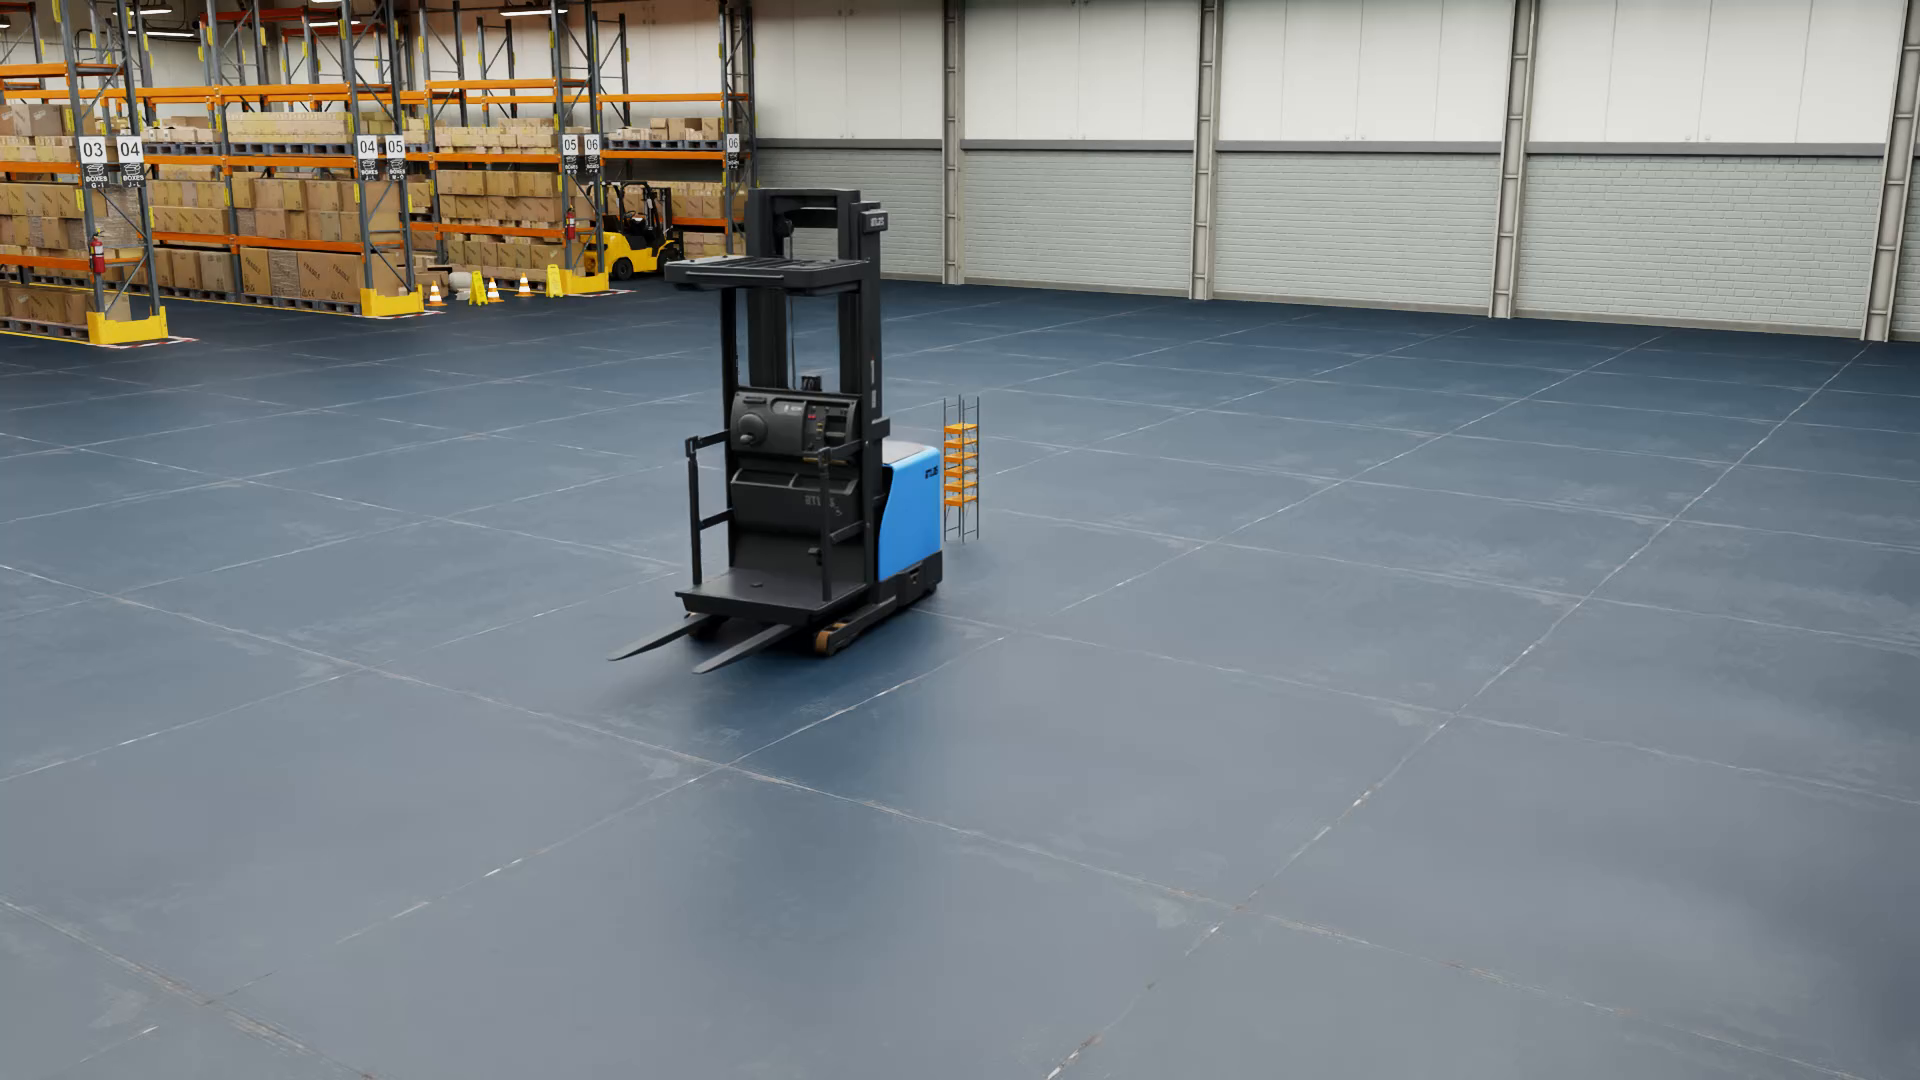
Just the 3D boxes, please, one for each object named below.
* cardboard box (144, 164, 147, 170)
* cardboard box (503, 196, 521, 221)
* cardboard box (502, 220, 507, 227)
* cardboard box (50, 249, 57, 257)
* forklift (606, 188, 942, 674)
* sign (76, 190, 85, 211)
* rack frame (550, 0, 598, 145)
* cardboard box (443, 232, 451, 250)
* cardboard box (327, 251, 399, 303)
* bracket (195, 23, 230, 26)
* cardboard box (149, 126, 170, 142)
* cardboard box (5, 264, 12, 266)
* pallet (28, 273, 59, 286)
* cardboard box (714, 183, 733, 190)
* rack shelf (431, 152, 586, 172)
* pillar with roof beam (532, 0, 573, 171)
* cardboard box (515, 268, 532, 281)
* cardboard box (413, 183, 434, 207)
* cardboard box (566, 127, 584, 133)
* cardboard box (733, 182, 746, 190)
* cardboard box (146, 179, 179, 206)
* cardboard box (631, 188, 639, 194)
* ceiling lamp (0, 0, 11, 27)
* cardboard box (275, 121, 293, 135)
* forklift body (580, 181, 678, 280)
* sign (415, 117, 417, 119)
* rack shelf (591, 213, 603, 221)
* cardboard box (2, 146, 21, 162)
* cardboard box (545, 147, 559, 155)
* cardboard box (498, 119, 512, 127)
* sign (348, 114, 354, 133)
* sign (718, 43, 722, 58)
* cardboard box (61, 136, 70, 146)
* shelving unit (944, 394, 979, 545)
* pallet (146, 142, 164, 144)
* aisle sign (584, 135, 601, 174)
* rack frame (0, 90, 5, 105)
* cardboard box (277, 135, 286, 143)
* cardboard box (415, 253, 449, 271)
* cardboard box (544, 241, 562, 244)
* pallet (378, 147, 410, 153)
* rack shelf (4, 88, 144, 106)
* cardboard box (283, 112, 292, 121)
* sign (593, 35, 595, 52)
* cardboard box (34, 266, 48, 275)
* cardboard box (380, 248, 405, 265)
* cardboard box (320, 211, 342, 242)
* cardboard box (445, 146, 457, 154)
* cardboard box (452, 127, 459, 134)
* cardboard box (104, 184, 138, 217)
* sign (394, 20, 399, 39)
[{"bbox_3d":[-20.538,-9.459,42.152,0.250,0.149,0.380,10,17,35],"label":"cardboard box"},{"bbox_3d":[-9.241,-6.992,35.001,0.500,0.500,0.500,9,17,33],"label":"cardboard box"},{"bbox_3d":[-9.498,-6.740,35.332,0.250,0.149,0.380,9,17,33],"label":"cardboard box"},{"bbox_3d":[-14.520,-4.680,27.010,0.250,0.149,0.380,9,17,33],"label":"cardboard box"},{"bbox_3d":[-1.201,-0.789,10.912,1.130,2.935,3.031,6,15,24],"label":"forklift"},{"bbox_3d":[-13.668,-5.277,25.832,0.005,0.325,0.100,9,17,33],"label":"sign"},{"bbox_3d":[-7.811,-9.558,33.707,0.127,3.000,1.000,9,17,33],"label":"rack frame"},{"bbox_3d":[-13.439,-7.918,43.895,0.500,0.500,0.500,8,16,31],"label":"cardboard box"},{"bbox_3d":[-11.089,-4.895,30.905,0.875,0.875,0.875,9,17,33],"label":"cardboard box"},{"bbox_3d":[-22.915,-15.342,49.581,5.218,0.066,0.076,9,17,33],"label":"bracket"},{"bbox_3d":[-15.808,-8.106,33.188,0.500,0.311,0.500,9,16,32],"label":"cardboard box"},{"bbox_3d":[-21.117,-6.232,37.194,0.250,0.149,0.380,8,16,30],"label":"cardboard box"},{"bbox_3d":[-19.800,-5.797,36.801,1.213,0.211,1.003,9,17,33],"label":"pallet"},{"bbox_3d":[-5.458,-8.150,38.326,0.250,0.149,0.380,9,17,33],"label":"cardboard box"},{"bbox_3d":[-9.470,-8.021,35.237,4.000,0.370,1.077,9,17,33],"label":"rack shelf"},{"bbox_3d":[-12.500,-10.767,38.593,0.548,9.000,9.100,9,17,33],"label":"pillar with roof beam"},{"bbox_3d":[-9.057,-5.641,35.216,0.500,0.250,0.500,9,17,33],"label":"cardboard box"},{"bbox_3d":[-11.641,-7.595,36.562,0.500,0.500,0.500,9,16,32],"label":"cardboard box"},{"bbox_3d":[-7.992,-8.455,34.358,0.250,0.149,0.380,9,17,32],"label":"cardboard box"},{"bbox_3d":[-5.203,-8.231,38.656,0.250,0.149,0.380,9,16,32],"label":"cardboard box"},{"bbox_3d":[-16.340,-7.122,34.063,0.500,0.500,0.700,9,16,32],"label":"cardboard box"},{"bbox_3d":[-7.634,-8.329,39.669,0.250,0.149,0.380,10,17,34],"label":"cardboard box"},{"bbox_3d":[-24.667,-14.414,41.174,0.800,3.185,2.000,9,17,33],"label":"ceiling lamp"},{"bbox_3d":[-12.300,-7.638,30.803,0.500,0.250,0.500,9,17,33],"label":"cardboard box"},{"bbox_3d":[-7.635,-7.115,38.087,1.214,2.155,2.313,9,17,33],"label":"forklift body"},{"bbox_3d":[-14.694,-11.255,44.908,0.005,0.325,0.100,9,17,33],"label":"sign"},{"bbox_3d":[-10.022,-8.091,41.764,4.000,0.370,1.077,9,17,33],"label":"rack shelf"},{"bbox_3d":[-15.140,-6.270,26.980,0.500,0.250,0.500,9,16,32],"label":"cardboard box"},{"bbox_3d":[-8.263,-7.972,34.065,0.250,0.149,0.380,9,17,33],"label":"cardboard box"},{"bbox_3d":[-11.217,-10.320,41.738,0.500,0.500,0.500,9,17,33],"label":"cardboard box"},{"bbox_3d":[-10.804,-7.386,29.499,0.005,0.325,0.100,9,17,33],"label":"sign"},{"bbox_3d":[-5.358,-10.934,37.156,0.005,0.325,0.100,9,17,33],"label":"sign"},{"bbox_3d":[-13.897,-6.280,26.190,0.250,0.149,0.380,9,16,31],"label":"cardboard box"},{"bbox_3d":[0.012,-0.580,13.671,0.189,1.200,0.258,9,17,33],"label":"shelving unit"},{"bbox_3d":[-20.466,-10.107,42.352,1.213,0.211,1.003,9,17,33],"label":"pallet"},{"bbox_3d":[-7.586,-7.961,34.331,0.004,0.787,0.394,9,17,33],"label":"aisle sign"},{"bbox_3d":[-16.661,-8.118,27.891,0.127,3.000,1.000,9,17,33],"label":"rack frame"},{"bbox_3d":[-12.434,-7.448,30.865,0.250,0.149,0.380,9,17,34],"label":"cardboard box"},{"bbox_3d":[-11.566,-6.180,37.142,0.625,0.372,0.950,9,17,34],"label":"cardboard box"},{"bbox_3d":[-8.782,-6.115,35.569,0.500,0.500,0.500,8,16,31],"label":"cardboard box"},{"bbox_3d":[-12.445,-8.790,37.236,1.003,0.211,1.213,9,17,33],"label":"pallet"},{"bbox_3d":[-18.787,-9.355,35.217,4.000,0.370,1.077,9,17,33],"label":"rack shelf"},{"bbox_3d":[-12.224,-7.801,30.633,0.250,0.149,0.380,9,17,33],"label":"cardboard box"},{"bbox_3d":[-7.508,-10.158,34.022,0.005,0.325,0.100,9,17,33],"label":"sign"},{"bbox_3d":[-19.982,-6.093,36.523,0.500,0.500,0.500,10,17,35],"label":"cardboard box"},{"bbox_3d":[-12.098,-5.977,35.354,0.500,0.500,0.500,9,17,33],"label":"cardboard box"},{"bbox_3d":[-11.291,-5.828,30.813,0.550,0.550,0.875,9,17,33],"label":"cardboard box"},{"bbox_3d":[-10.823,-8.379,35.709,0.250,0.149,0.380,9,17,33],"label":"cardboard box"},{"bbox_3d":[-10.605,-8.730,35.467,0.250,0.149,0.380,9,16,31],"label":"cardboard box"},{"bbox_3d":[-13.646,-5.476,26.795,0.500,0.500,0.500,9,17,33],"label":"cardboard box"},{"bbox_3d":[-10.175,-9.197,29.977,0.005,0.325,0.100,9,17,33],"label":"sign"}]
